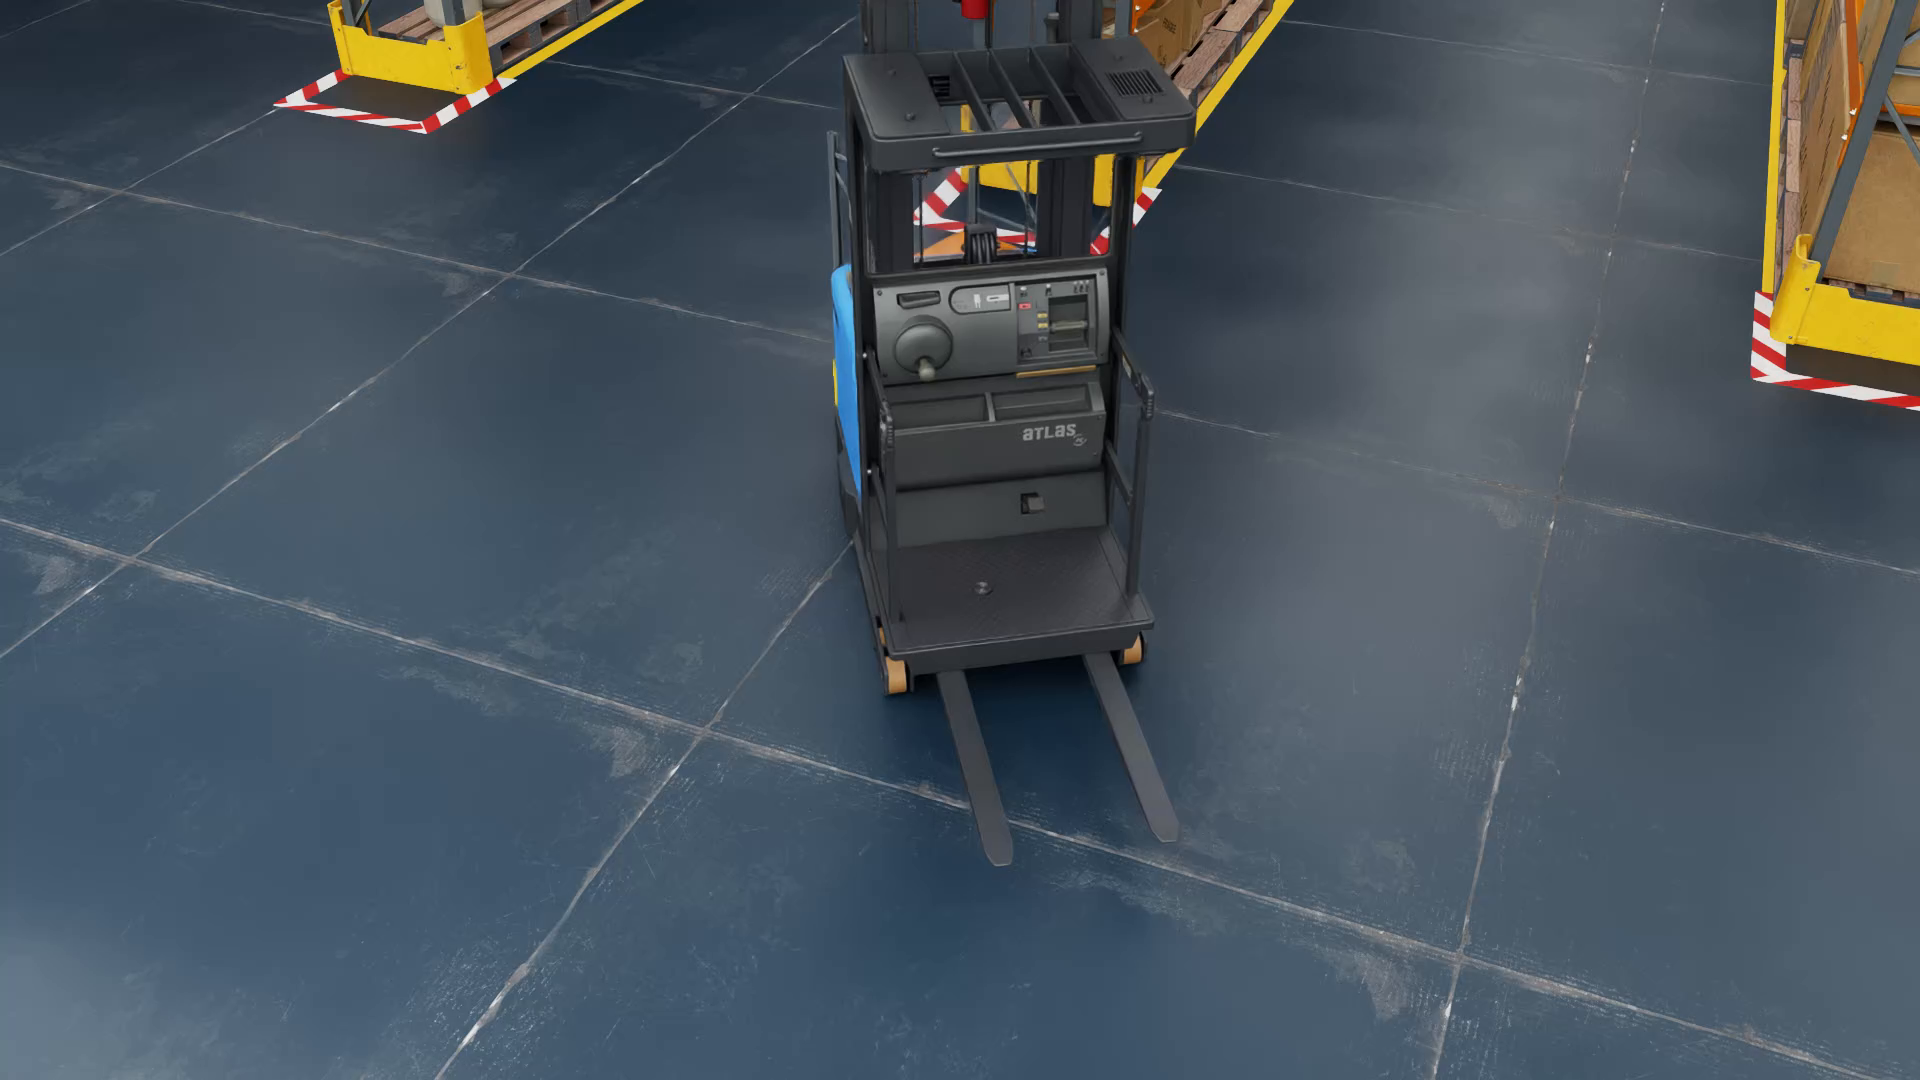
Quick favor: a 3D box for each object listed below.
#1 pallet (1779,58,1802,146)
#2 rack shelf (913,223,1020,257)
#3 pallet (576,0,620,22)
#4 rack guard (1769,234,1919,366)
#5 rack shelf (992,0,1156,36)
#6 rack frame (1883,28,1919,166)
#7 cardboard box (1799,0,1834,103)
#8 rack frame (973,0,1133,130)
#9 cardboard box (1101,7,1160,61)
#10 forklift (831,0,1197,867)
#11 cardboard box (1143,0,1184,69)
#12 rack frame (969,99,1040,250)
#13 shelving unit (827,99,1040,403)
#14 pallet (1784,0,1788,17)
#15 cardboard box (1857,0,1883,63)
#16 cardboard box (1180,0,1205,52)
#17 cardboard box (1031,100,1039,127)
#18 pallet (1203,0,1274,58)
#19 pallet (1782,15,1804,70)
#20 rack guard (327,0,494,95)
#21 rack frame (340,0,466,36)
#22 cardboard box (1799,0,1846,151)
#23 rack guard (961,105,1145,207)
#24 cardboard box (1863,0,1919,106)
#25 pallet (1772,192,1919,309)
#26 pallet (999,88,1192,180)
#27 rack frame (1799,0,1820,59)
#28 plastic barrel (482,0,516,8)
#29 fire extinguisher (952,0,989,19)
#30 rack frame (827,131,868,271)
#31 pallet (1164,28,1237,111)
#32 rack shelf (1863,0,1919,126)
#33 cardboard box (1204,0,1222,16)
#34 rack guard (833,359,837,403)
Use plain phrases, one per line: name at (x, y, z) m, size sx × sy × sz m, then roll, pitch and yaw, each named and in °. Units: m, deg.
pallet at (6.271, -2.981, 11.562) m, size 1.003 × 0.211 × 1.213 m, roll 14°, pitch 39°, yaw 18°
rack shelf at (-0.091, -1.303, 8.541) m, size 0.538 × 0.185 × 1.000 m, roll 28°, pitch 45°, yaw 32°
pallet at (-3.253, -4.658, 13.805) m, size 1.003 × 0.211 × 1.213 m, roll 14°, pitch 39°, yaw 18°
rack guard at (5.102, -1.272, 9.034) m, size 1.175 × 0.500 × 0.348 m, roll 14°, pitch 39°, yaw 18°
rack shelf at (1.323, -4.291, 11.587) m, size 1.077 × 0.370 × 4.000 m, roll 14°, pitch 39°, yaw 18°
rack frame at (5.108, -2.287, 8.304) m, size 0.949 × 2.616 × 0.053 m, roll 14°, pitch 39°, yaw 18°
cardboard box at (6.329, -3.486, 11.332) m, size 0.875 × 0.875 × 0.875 m, roll 14°, pitch 39°, yaw 18°
rack frame at (0.562, -3.472, 9.890) m, size 1.000 × 3.000 × 0.127 m, roll 14°, pitch 39°, yaw 18°
cardboard box at (1.011, -3.320, 11.423) m, size 0.500 × 0.500 × 0.500 m, roll 25°, pitch 43°, yaw 29°
forklift at (0.170, -0.776, 6.340) m, size 1.130 × 2.935 × 3.031 m, roll -6°, pitch 37°, yaw -9°
cardboard box at (1.267, -3.662, 11.881) m, size 0.500 × 0.500 × 0.500 m, roll 18°, pitch 40°, yaw 22°
rack frame at (0.246, -1.675, 8.738) m, size 0.500 × 1.500 × 0.032 m, roll 28°, pitch 45°, yaw 32°
shelving unit at (-0.085, -1.451, 8.439) m, size 0.587 × 1.500 × 1.083 m, roll 28°, pitch 45°, yaw 32°
pallet at (7.319, -4.506, 13.602) m, size 1.003 × 0.211 × 1.213 m, roll 14°, pitch 39°, yaw 18°
cardboard box at (5.399, -2.872, 8.961) m, size 0.875 × 0.550 × 0.550 m, roll 14°, pitch 39°, yaw 18°
cardboard box at (1.521, -3.961, 12.281) m, size 0.500 × 0.500 × 0.500 m, roll 11°, pitch 38°, yaw 14°
cardboard box at (0.816, -2.981, 10.970) m, size 0.500 × 0.500 × 0.500 m, roll 21°, pitch 42°, yaw 26°
pallet at (1.862, -4.190, 13.179) m, size 1.003 × 0.211 × 1.213 m, roll 14°, pitch 39°, yaw 18°
pallet at (6.857, -3.828, 12.696) m, size 1.003 × 0.211 × 1.213 m, roll 14°, pitch 39°, yaw 18°
rack guard at (-4.033, -3.652, 12.218) m, size 1.175 × 0.500 × 0.348 m, roll 14°, pitch 39°, yaw 18°
rack frame at (-4.018, -4.600, 11.399) m, size 1.000 × 3.000 × 0.127 m, roll 14°, pitch 39°, yaw 18°
cardboard box at (5.989, -2.986, 10.663) m, size 0.875 × 0.875 × 0.875 m, roll 14°, pitch 39°, yaw 18°
rack guard at (0.591, -2.513, 10.694) m, size 1.175 × 0.500 × 0.348 m, roll 14°, pitch 39°, yaw 18°
cardboard box at (5.210, -2.562, 8.547) m, size 0.875 × 0.550 × 0.550 m, roll 14°, pitch 39°, yaw 18°
pallet at (5.343, -1.630, 9.754) m, size 1.003 × 0.211 × 1.213 m, roll 14°, pitch 39°, yaw 18°
pallet at (0.933, -2.839, 11.372) m, size 1.003 × 0.211 × 1.213 m, roll 14°, pitch 39°, yaw 18°
rack frame at (6.633, -4.501, 11.266) m, size 1.000 × 3.000 × 0.127 m, roll 14°, pitch 39°, yaw 18°
plastic barrel at (-3.647, -4.431, 12.900) m, size 0.421 × 0.512 × 0.421 m, roll 0°, pitch 37°, yaw 0°
fire extinguisher at (0.093, -3.483, 9.969) m, size 0.296 × 0.674 × 0.183 m, roll 14°, pitch 39°, yaw 18°
rack frame at (-0.429, -1.219, 8.129) m, size 0.500 × 1.500 × 0.032 m, roll 28°, pitch 45°, yaw 32°
pallet at (1.399, -3.512, 12.272) m, size 1.003 × 0.211 × 1.213 m, roll 14°, pitch 39°, yaw 18°
rack shelf at (5.872, -3.184, 9.942) m, size 0.919 × 0.124 × 3.809 m, roll 14°, pitch 39°, yaw 18°
cardboard box at (1.684, -4.323, 12.765) m, size 0.500 × 0.500 × 0.500 m, roll 27°, pitch 45°, yaw 32°
rack guard at (-0.416, -0.728, 8.515) m, size 0.587 × 0.250 × 0.087 m, roll 28°, pitch 45°, yaw 32°
